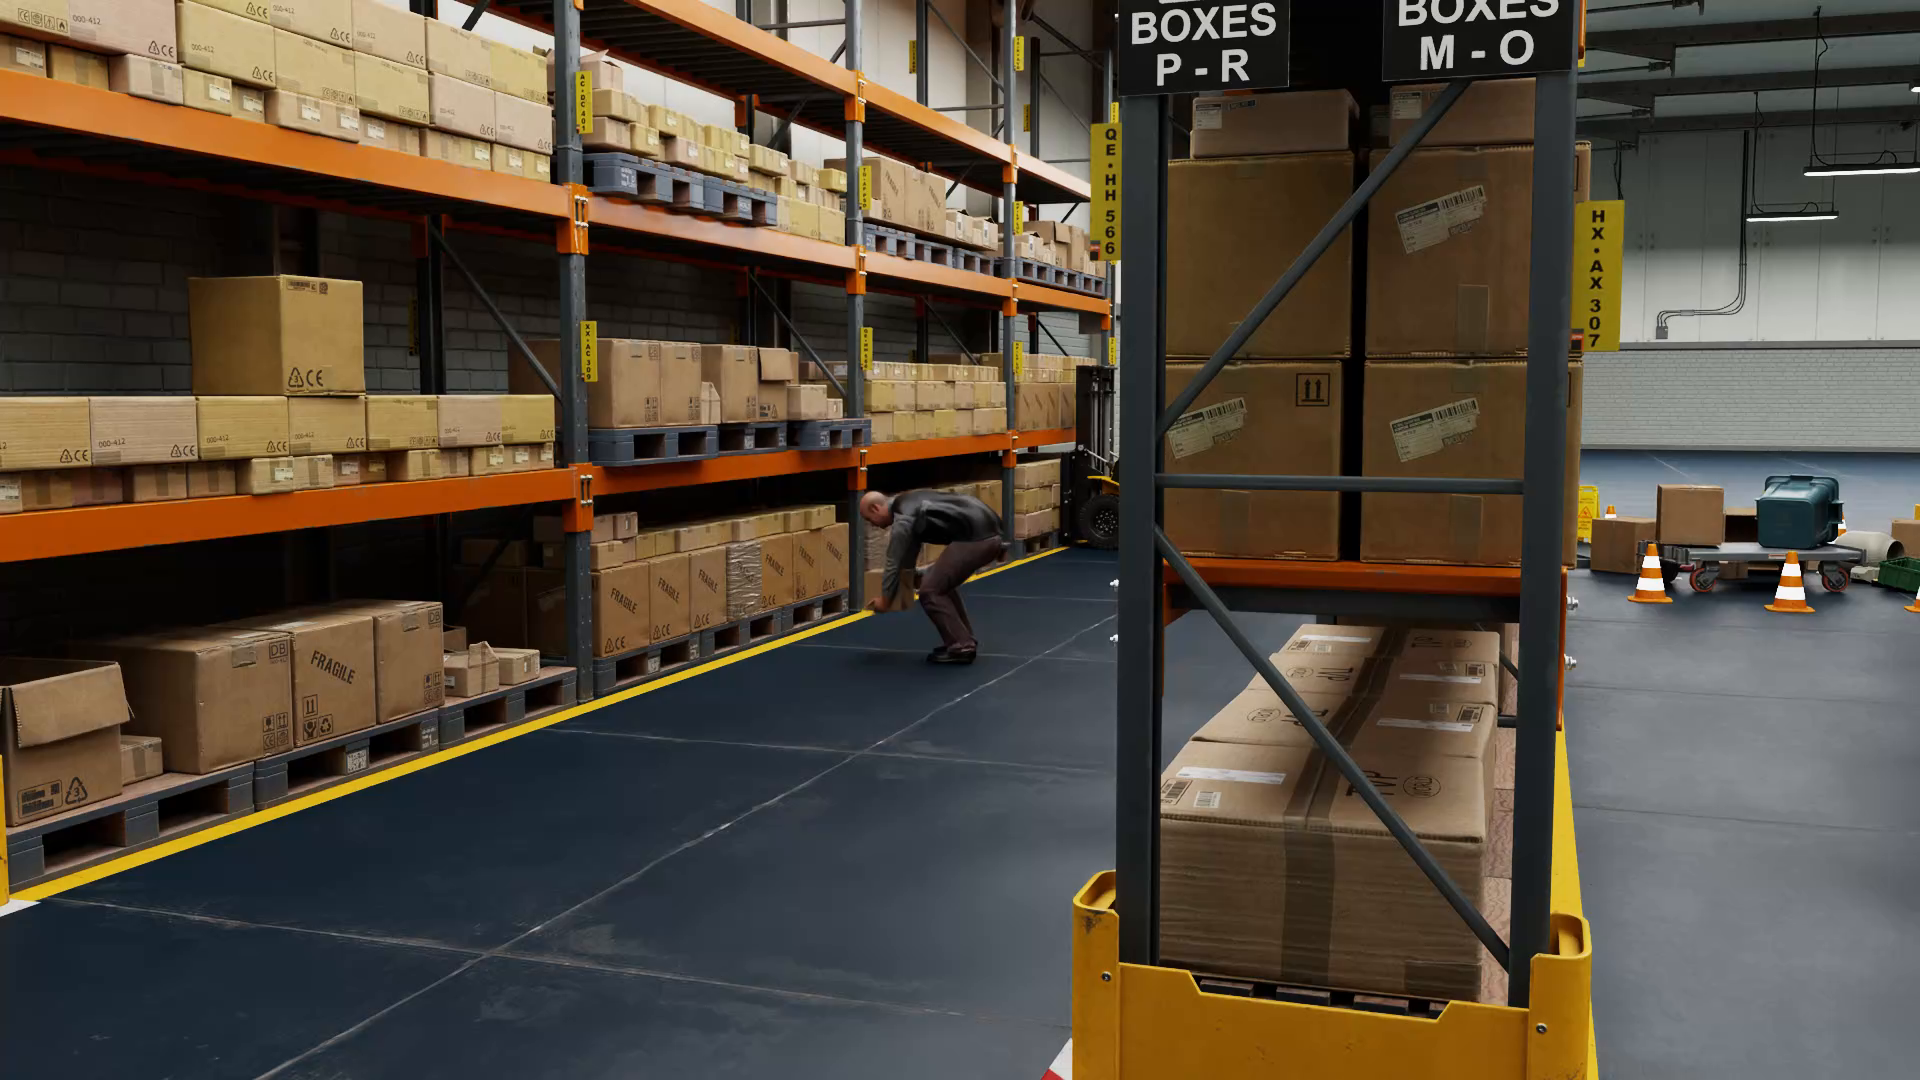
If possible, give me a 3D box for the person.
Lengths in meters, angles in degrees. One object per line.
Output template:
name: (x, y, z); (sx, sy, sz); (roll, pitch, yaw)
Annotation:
person: (-0.191, 0.222, 10.666); (0.948, 1.092, 0.491); (1, 5, 16)
